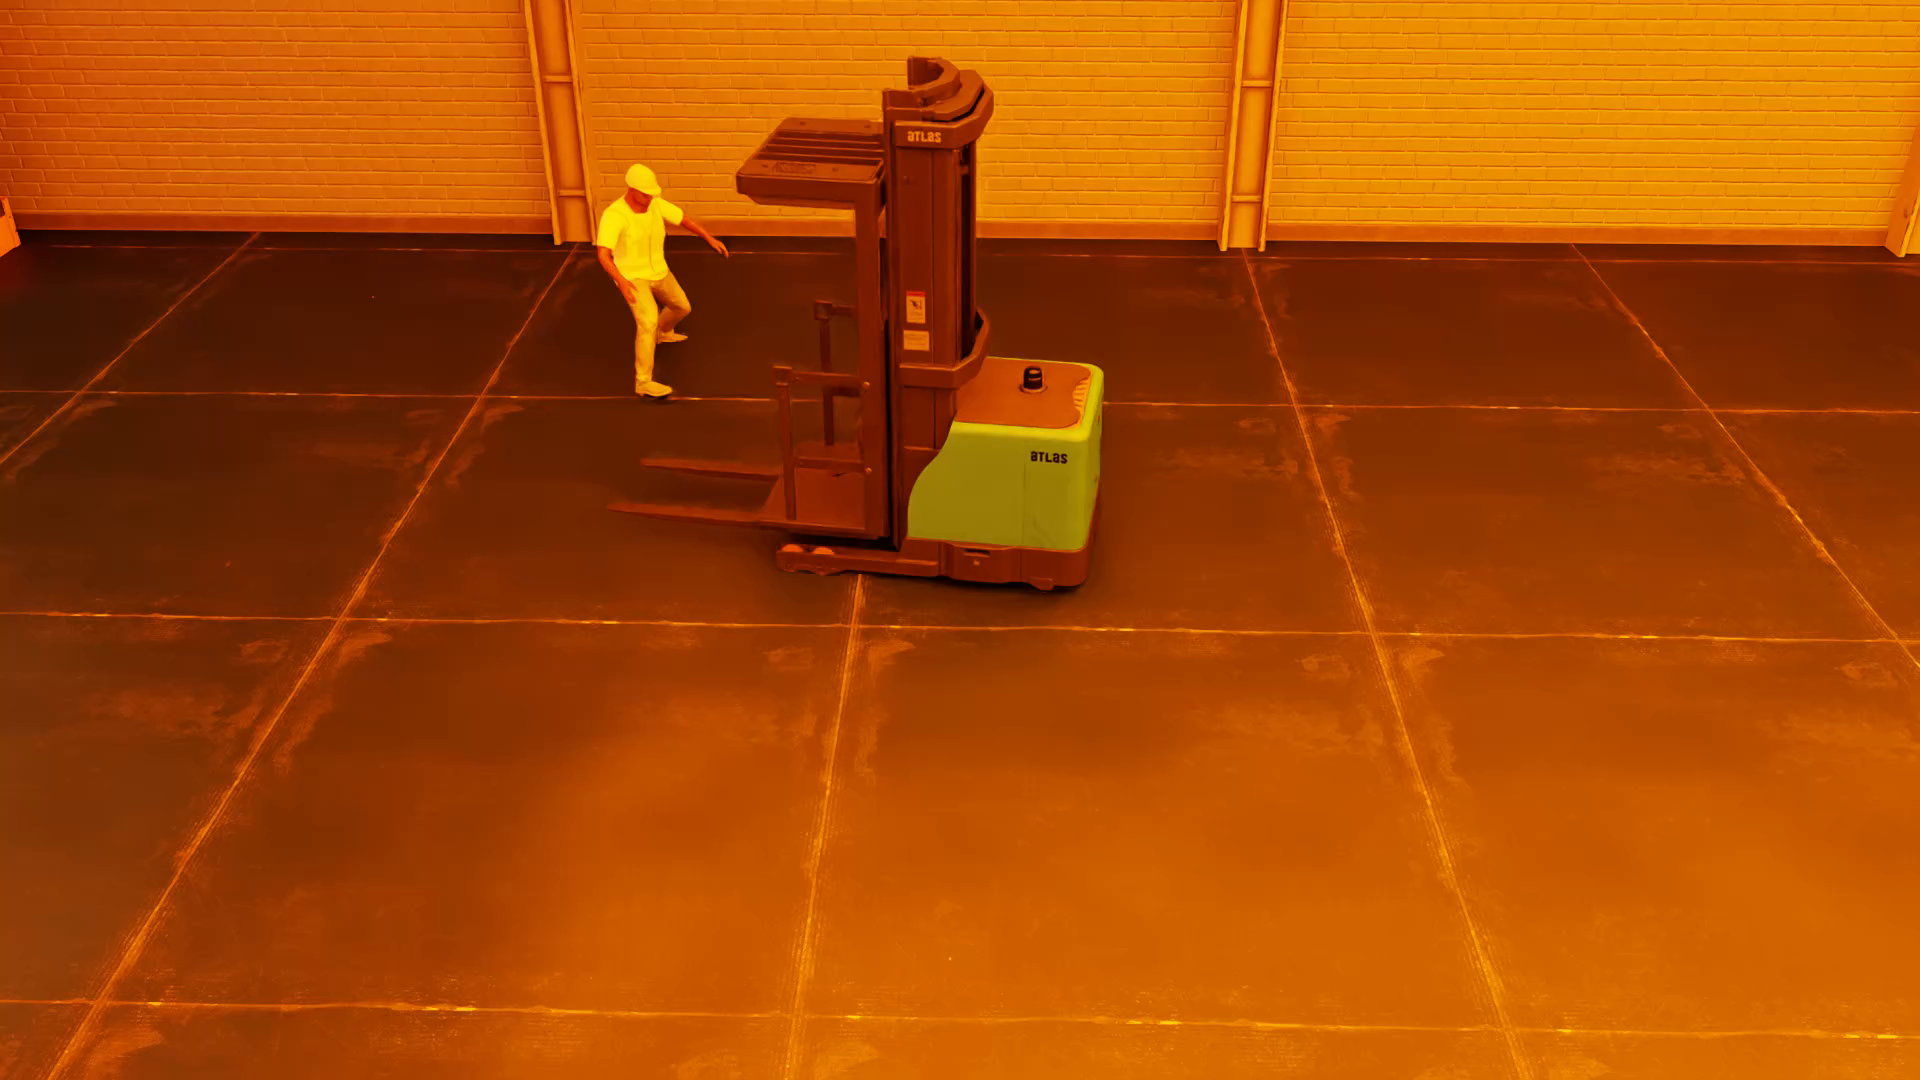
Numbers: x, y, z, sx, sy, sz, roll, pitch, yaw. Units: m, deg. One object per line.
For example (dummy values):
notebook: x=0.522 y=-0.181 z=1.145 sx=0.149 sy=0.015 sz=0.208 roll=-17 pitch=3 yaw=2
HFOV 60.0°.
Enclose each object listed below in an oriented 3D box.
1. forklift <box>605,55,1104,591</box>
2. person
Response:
forklift: x=-0.671 y=-1.307 z=9.831 sx=3.031 sy=2.935 sz=1.130 roll=5 pitch=31 yaw=8
person: x=-2.242 y=-2.000 z=12.370 sx=0.929 sy=1.614 sz=1.028 roll=22 pitch=37 yaw=32
